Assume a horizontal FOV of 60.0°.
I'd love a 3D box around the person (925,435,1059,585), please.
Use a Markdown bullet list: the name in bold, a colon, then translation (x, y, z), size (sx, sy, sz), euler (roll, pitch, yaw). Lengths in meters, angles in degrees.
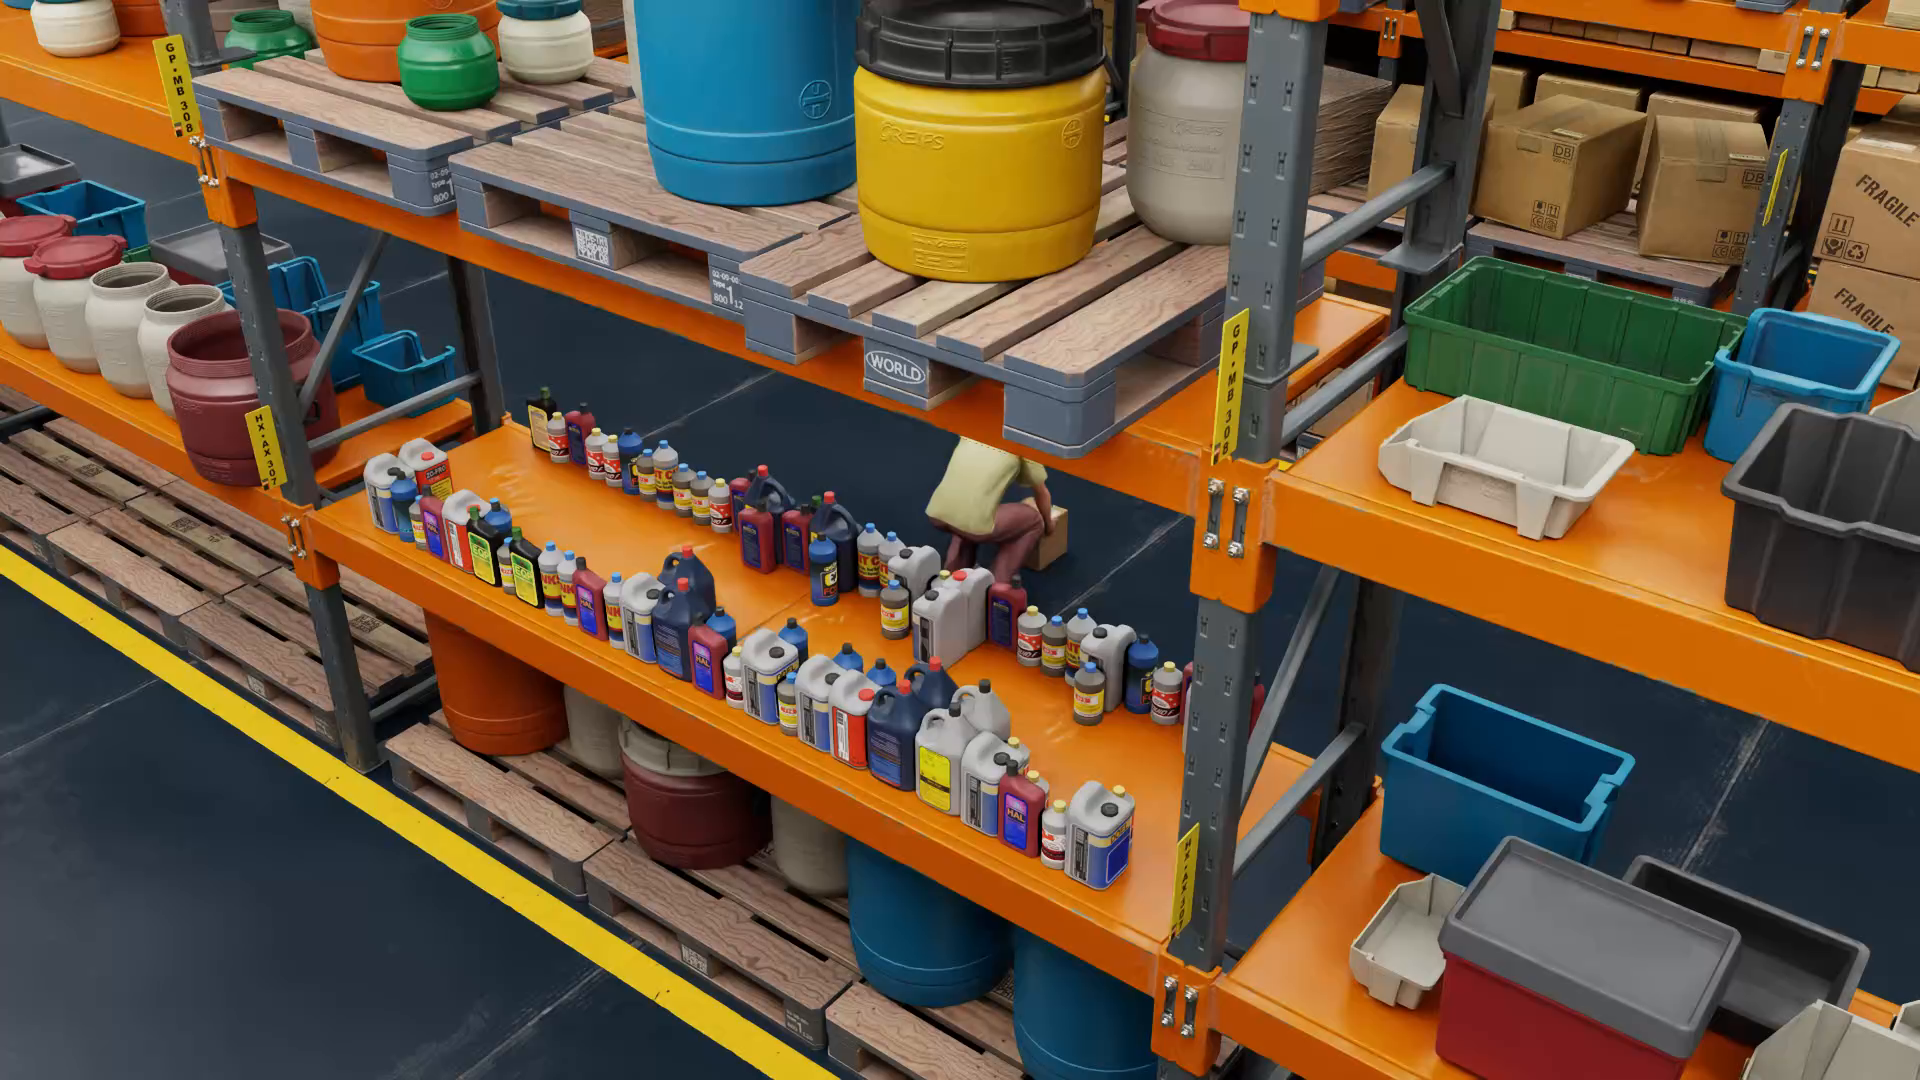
- **person**: translation (0.138, -0.203, 8.155), size (0.494, 0.974, 0.787), euler (21, 37, 31)
